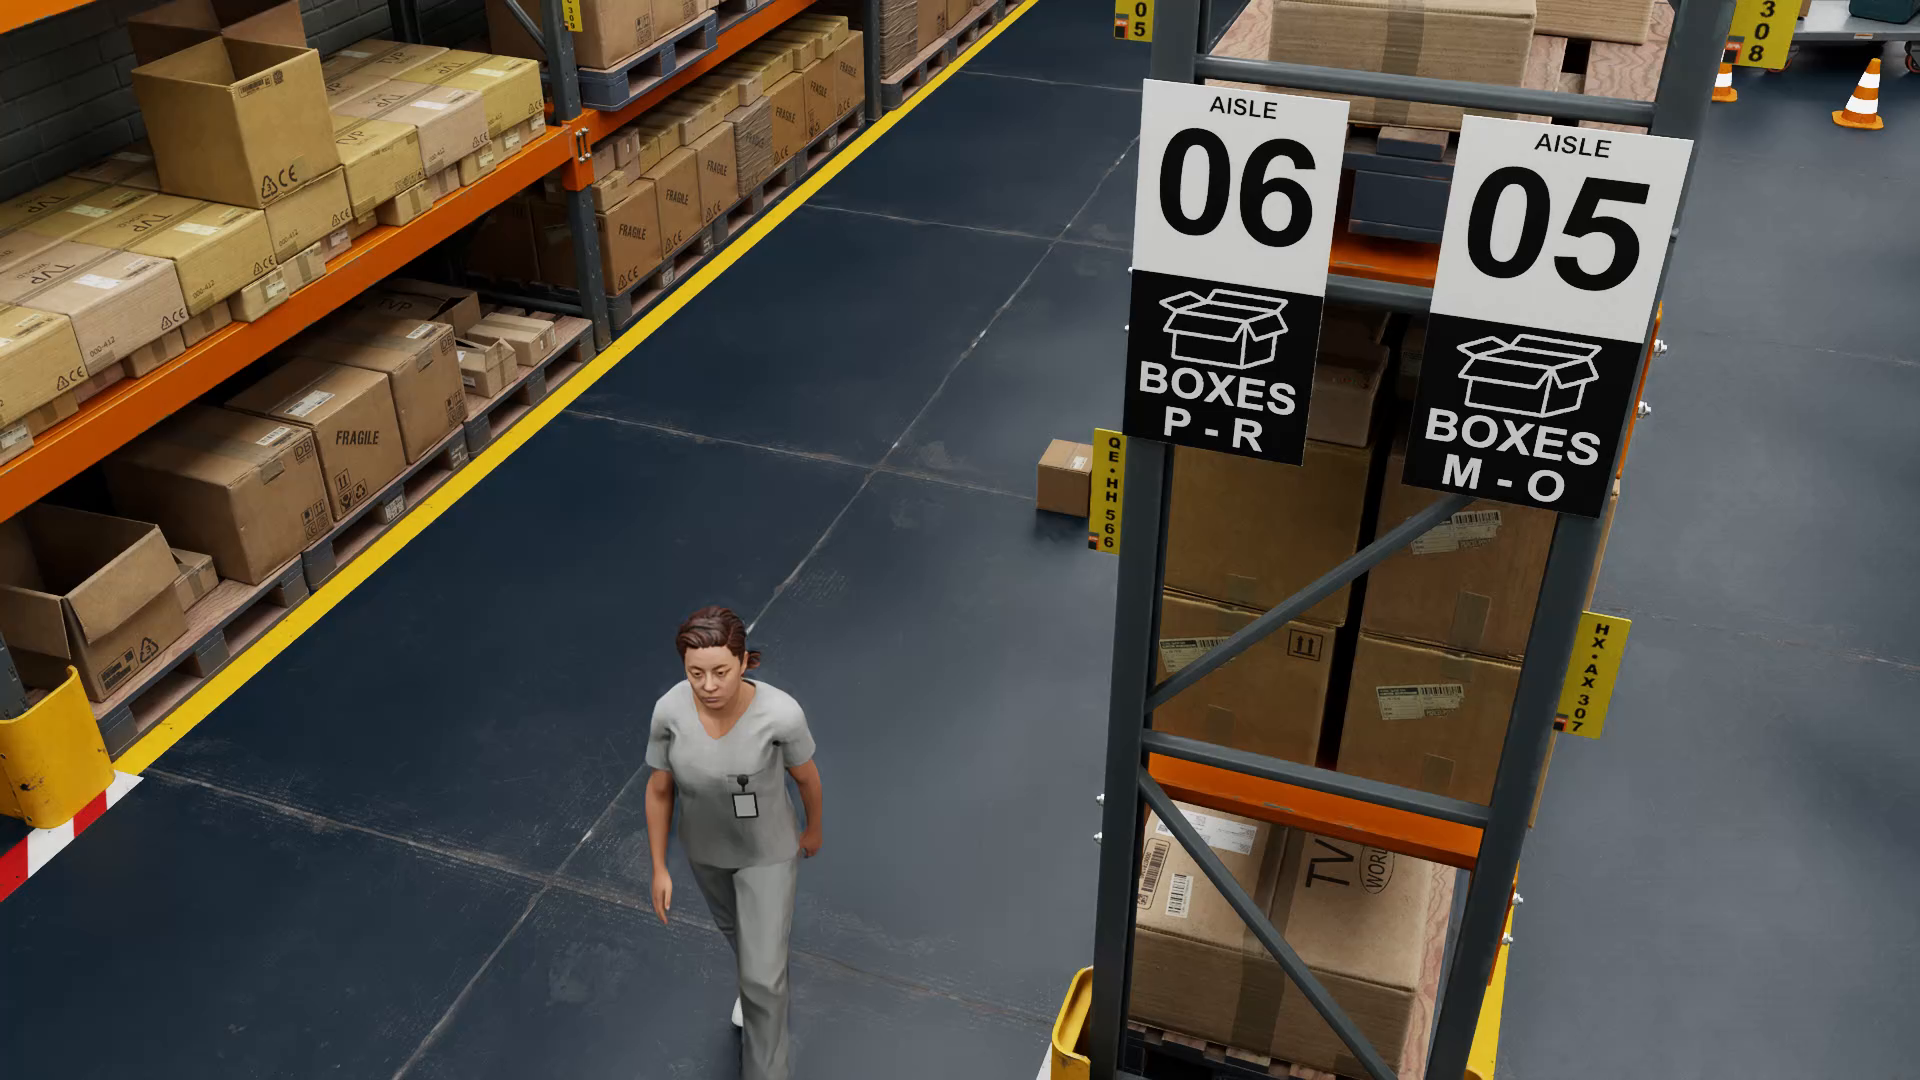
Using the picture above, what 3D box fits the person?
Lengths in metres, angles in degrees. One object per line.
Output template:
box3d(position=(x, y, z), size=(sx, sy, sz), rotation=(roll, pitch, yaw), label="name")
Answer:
box3d(position=(-0.649, 0.933, 4.751), size=(0.462, 1.698, 0.741), rotation=(7, 34, 11), label="person")
